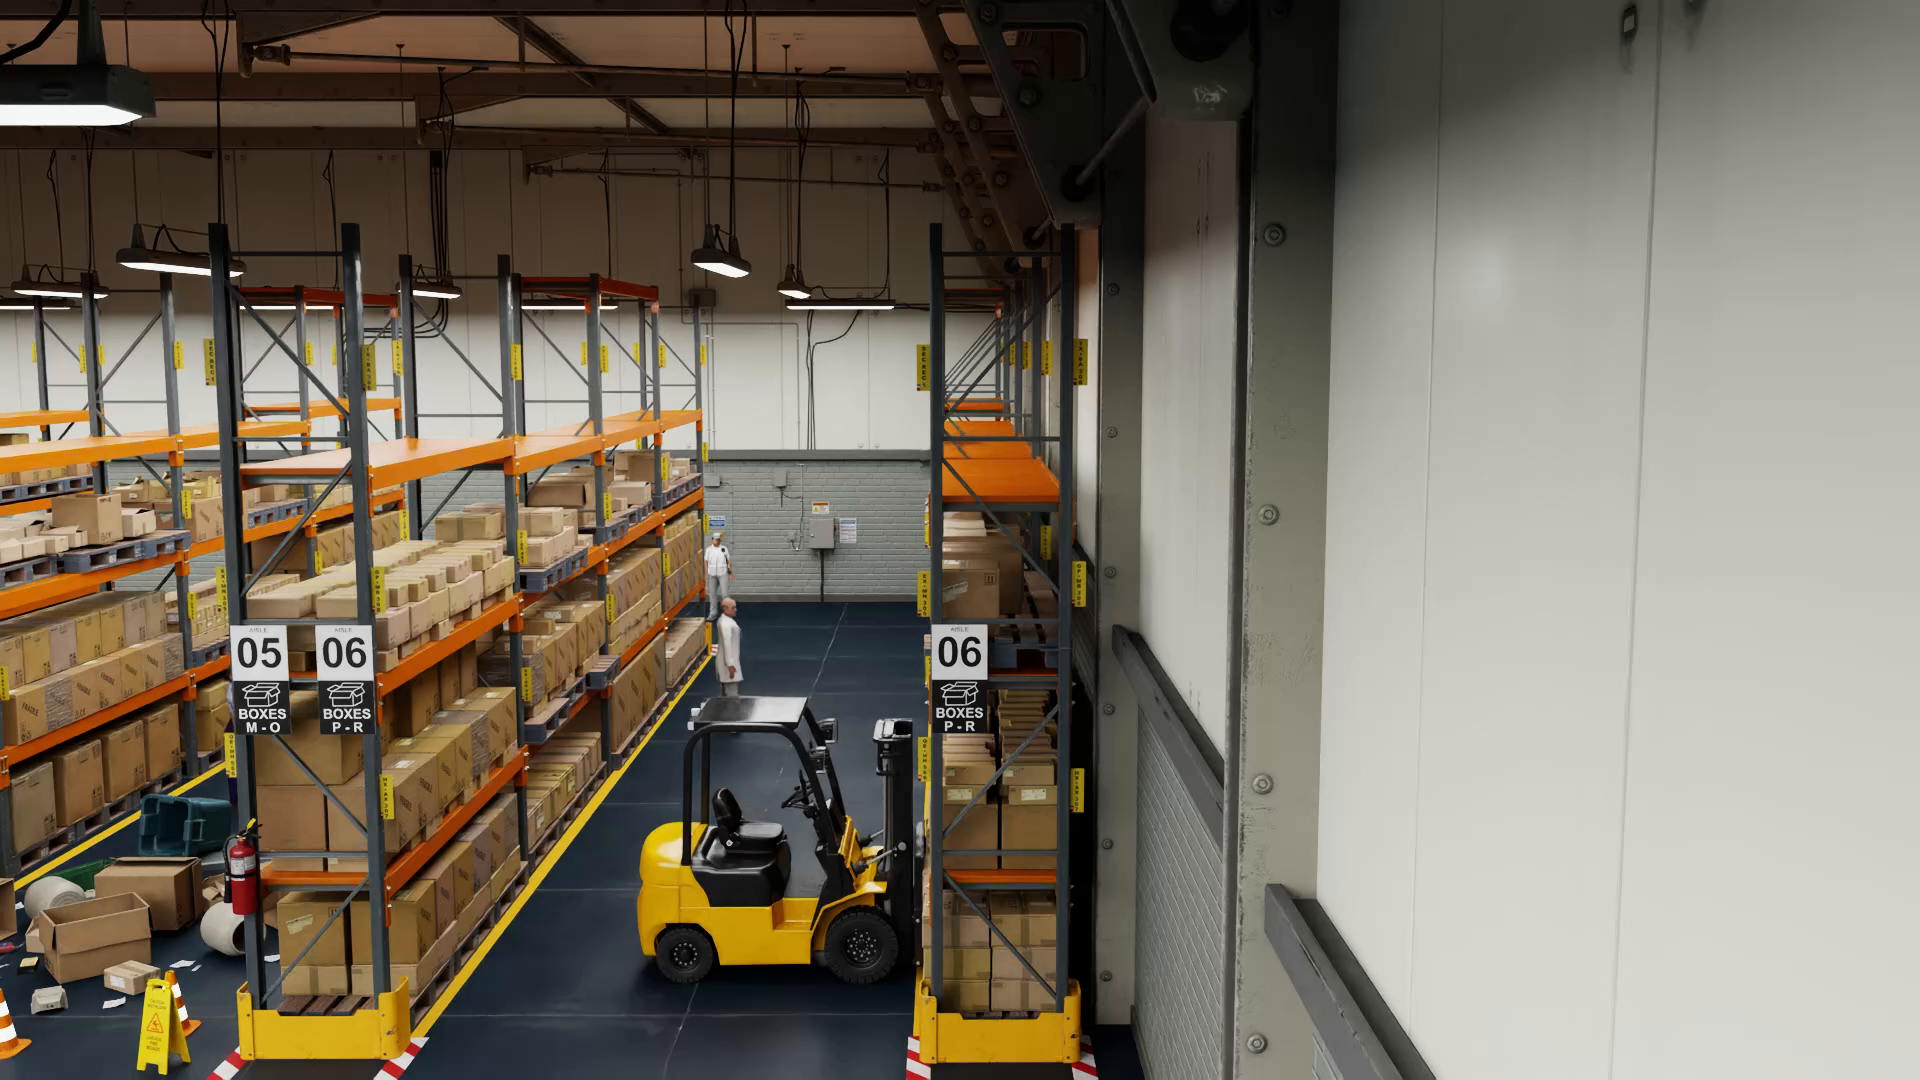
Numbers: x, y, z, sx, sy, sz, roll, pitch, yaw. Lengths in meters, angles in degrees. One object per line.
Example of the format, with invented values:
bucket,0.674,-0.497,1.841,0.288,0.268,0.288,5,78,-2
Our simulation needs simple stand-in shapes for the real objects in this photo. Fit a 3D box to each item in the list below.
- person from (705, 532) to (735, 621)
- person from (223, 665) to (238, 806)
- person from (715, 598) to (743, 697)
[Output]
person,-4.565,0.719,31.365,0.583,1.716,0.517,2,7,13
person,-8.002,2.193,18.543,0.372,1.656,0.490,-6,9,-41
person,-3.061,1.665,22.356,0.438,1.783,0.655,-2,7,-16
